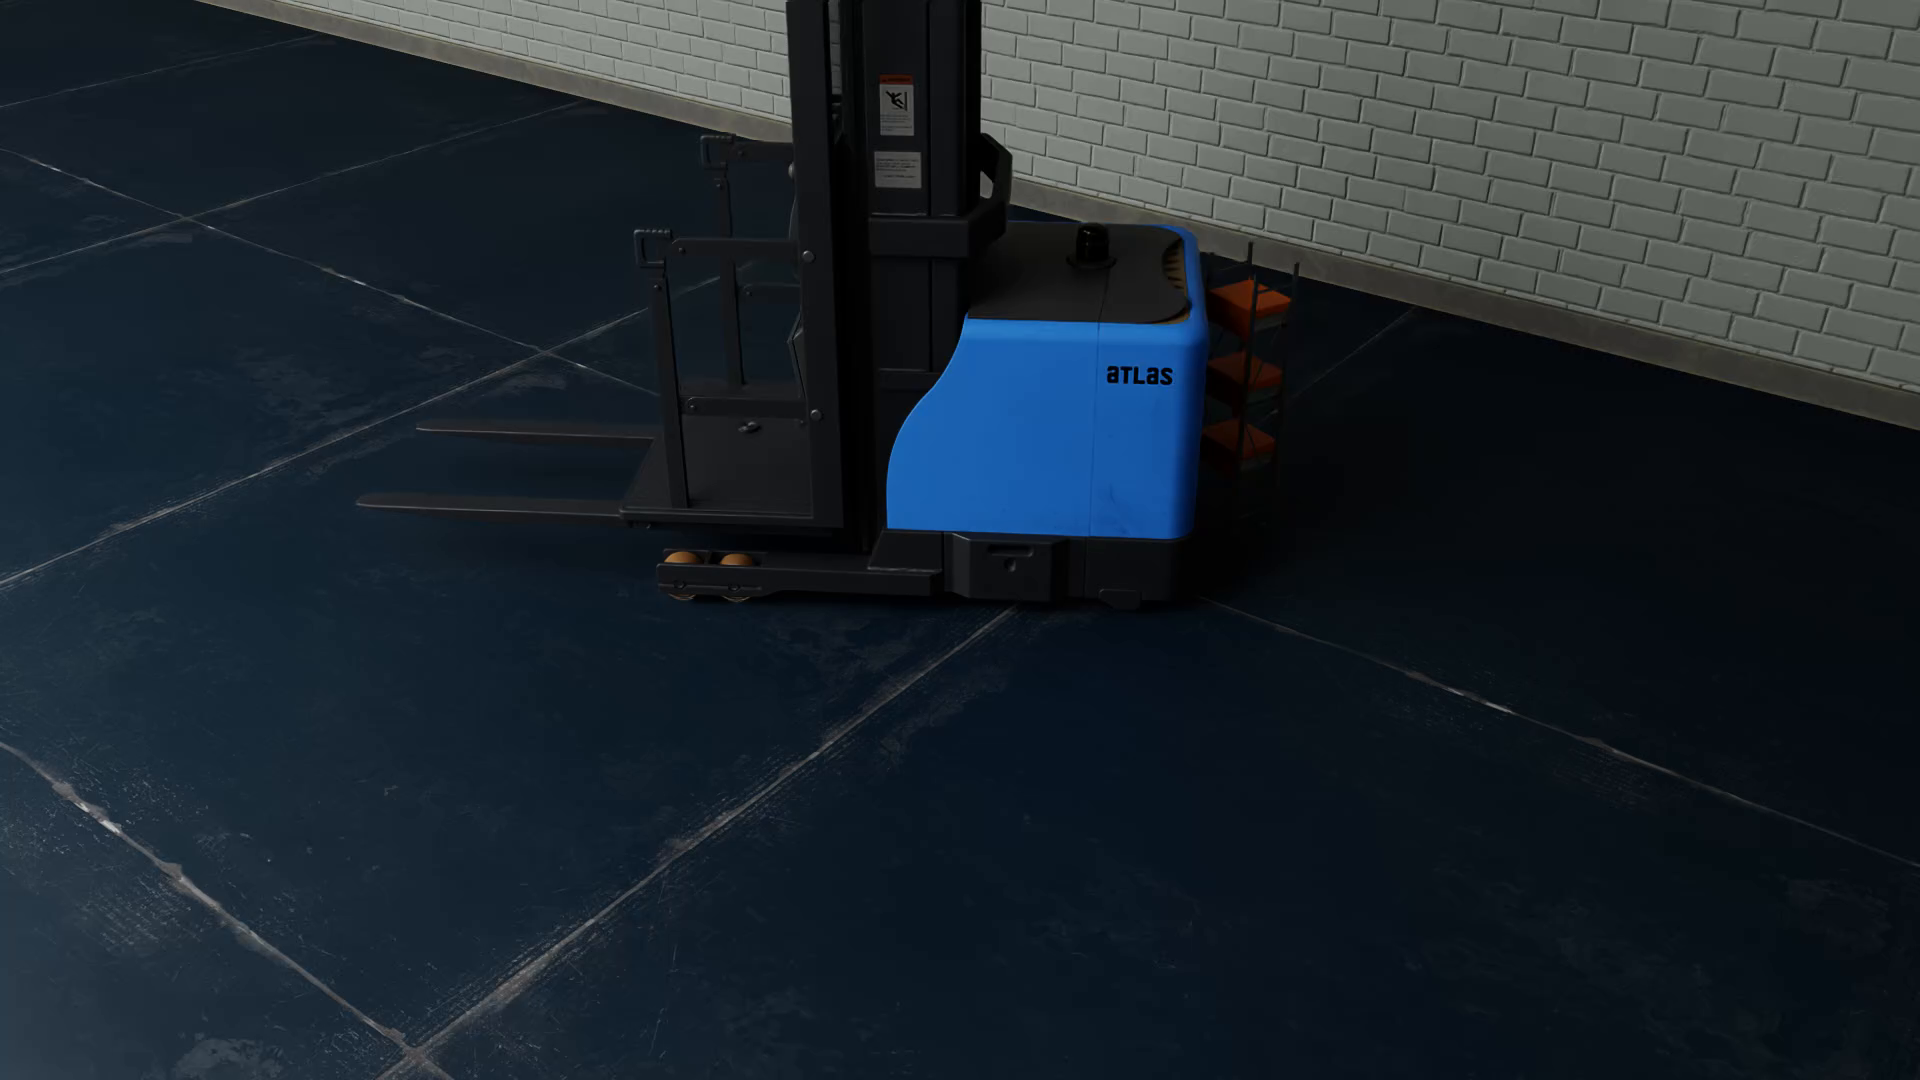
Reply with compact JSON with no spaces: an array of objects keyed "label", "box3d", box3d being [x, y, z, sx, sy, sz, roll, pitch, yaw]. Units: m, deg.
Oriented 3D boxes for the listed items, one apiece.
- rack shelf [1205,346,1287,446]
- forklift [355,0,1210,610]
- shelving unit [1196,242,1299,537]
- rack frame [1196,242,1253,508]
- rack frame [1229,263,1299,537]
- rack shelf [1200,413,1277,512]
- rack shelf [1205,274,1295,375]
[{"label":"rack shelf","box3d":[1.038,-0.536,6.145,0.215,0.259,0.240,-18,35,-27]},{"label":"forklift","box3d":[-0.662,-1.310,5.585,3.031,2.935,1.130,2,31,4]},{"label":"shelving unit","box3d":[1.038,-0.545,6.139,0.215,1.050,0.252,-18,35,-27]},{"label":"rack frame","box3d":[0.973,-0.597,6.228,0.200,1.050,0.008,-18,35,-27]},{"label":"rack frame","box3d":[1.103,-0.492,6.051,0.200,1.050,0.008,-18,35,-27]},{"label":"rack shelf","box3d":[1.038,-0.297,6.287,0.215,0.259,0.240,-18,35,-27]},{"label":"rack shelf","box3d":[1.038,-0.780,6.000,0.215,0.259,0.240,-18,35,-27]}]
